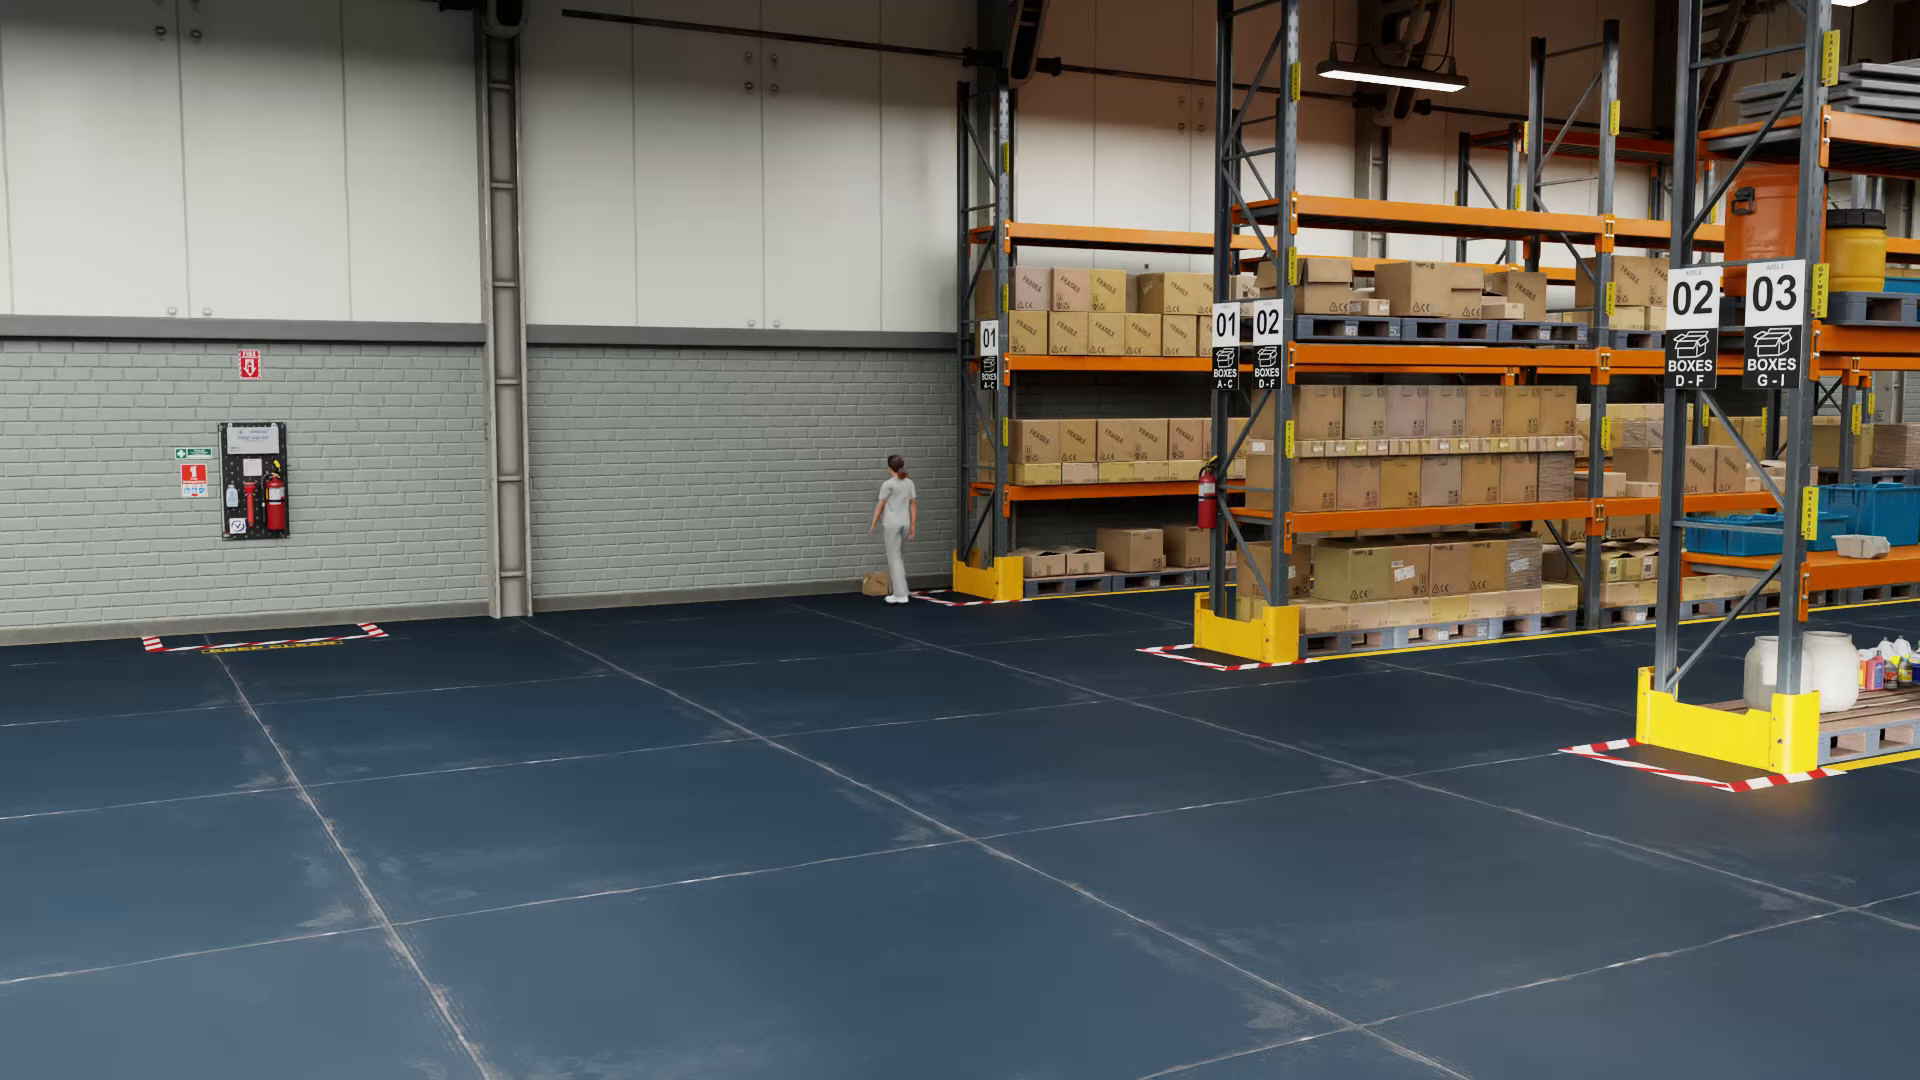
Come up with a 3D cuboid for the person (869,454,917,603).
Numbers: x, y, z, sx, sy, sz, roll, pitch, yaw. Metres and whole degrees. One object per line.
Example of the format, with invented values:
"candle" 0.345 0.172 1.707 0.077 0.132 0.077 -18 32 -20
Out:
"person" -0.742 -0.100 18.727 0.460 1.736 0.513 -5 7 -44
